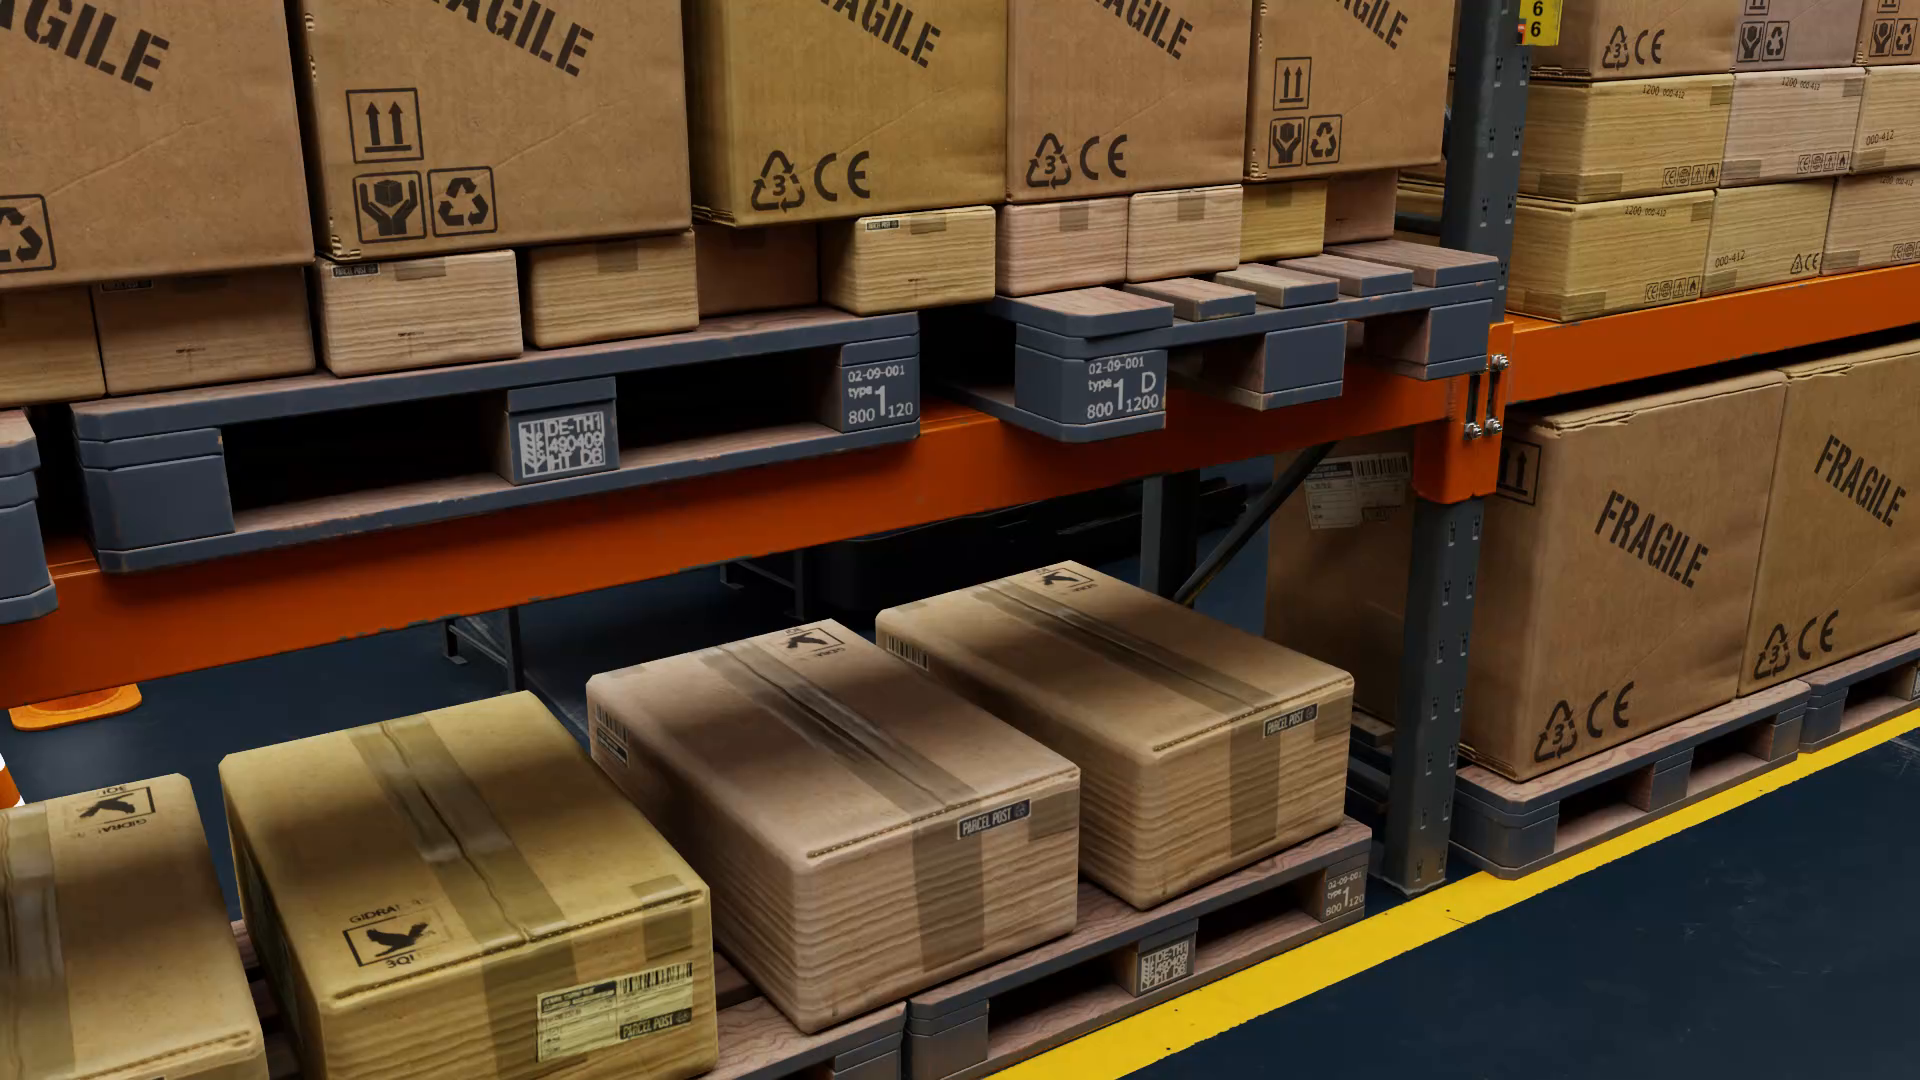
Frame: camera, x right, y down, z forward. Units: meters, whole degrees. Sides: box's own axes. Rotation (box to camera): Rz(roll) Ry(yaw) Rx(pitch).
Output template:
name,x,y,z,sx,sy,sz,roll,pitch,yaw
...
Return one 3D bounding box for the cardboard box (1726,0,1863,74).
name,x,y,z,sx,sy,sz,roll,pitch,yaw
cardboard box,1.759,-1.373,3.907,0.500,0.500,0.500,-12,22,-31

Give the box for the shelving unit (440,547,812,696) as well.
name,x,y,z,sx,sy,sz,roll,pitch,yaw
shelving unit,-1.048,-0.398,5.080,1.048,1.500,0.538,-15,24,-38

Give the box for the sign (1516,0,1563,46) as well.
name,x,y,z,sx,sy,sz,roll,pitch,yaw
sign,1.110,-1.109,3.156,0.005,0.325,0.100,-12,22,-31

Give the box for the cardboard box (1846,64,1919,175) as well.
name,x,y,z,sx,sy,sz,roll,pitch,yaw
cardboard box,2.218,-1.105,4.284,0.500,0.250,0.500,-12,22,-32

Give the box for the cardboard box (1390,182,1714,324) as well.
name,x,y,z,sx,sy,sz,roll,pitch,yaw
cardboard box,1.351,-0.689,3.833,0.500,0.250,0.500,-12,22,-32

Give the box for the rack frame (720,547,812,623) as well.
name,x,y,z,sx,sy,sz,roll,pitch,yaw
rack frame,-0.663,-0.504,5.393,0.032,1.500,0.500,-15,24,-38

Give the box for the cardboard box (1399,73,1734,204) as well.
name,x,y,z,sx,sy,sz,roll,pitch,yaw
cardboard box,1.362,-0.930,3.766,0.500,0.250,0.500,-12,22,-32

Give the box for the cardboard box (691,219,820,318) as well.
name,x,y,z,sx,sy,sz,roll,pitch,yaw
cardboard box,-0.427,-0.472,2.695,0.250,0.149,0.380,-12,22,-31

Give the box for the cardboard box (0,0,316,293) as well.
name,x,y,z,sx,sy,sz,roll,pitch,yaw
cardboard box,-1.150,-0.601,2.064,0.500,0.500,0.500,-12,22,-32

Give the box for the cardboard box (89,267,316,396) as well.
name,x,y,z,sx,sy,sz,roll,pitch,yaw
cardboard box,-1.049,-0.318,2.240,0.250,0.149,0.380,-12,22,-31

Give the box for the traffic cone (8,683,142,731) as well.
name,x,y,z,sx,sy,sz,roll,pitch,yaw
traffic cone,-2.579,0.254,4.771,0.334,0.463,0.336,-12,22,-31

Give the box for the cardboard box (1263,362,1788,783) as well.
name,x,y,z,sx,sy,sz,roll,pitch,yaw
cardboard box,1.426,-0.033,4.320,0.875,0.875,0.875,-12,22,-32

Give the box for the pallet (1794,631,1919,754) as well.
name,x,y,z,sx,sy,sz,roll,pitch,yaw
pallet,2.521,0.248,5.183,1.213,0.211,1.003,-12,22,-31

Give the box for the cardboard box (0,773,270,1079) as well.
name,x,y,z,sx,sy,sz,roll,pitch,yaw
cardboard box,-1.502,0.789,2.675,0.625,0.372,0.950,-10,21,-28

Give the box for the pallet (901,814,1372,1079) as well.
name,x,y,z,sx,sy,sz,roll,pitch,yaw
pallet,0.150,0.717,3.794,1.213,0.211,1.003,-12,22,-31

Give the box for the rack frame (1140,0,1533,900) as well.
name,x,y,z,sx,sy,sz,roll,pitch,yaw
rack frame,0.803,-0.741,3.753,0.127,3.000,1.000,-12,22,-31

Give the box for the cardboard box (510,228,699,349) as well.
name,x,y,z,sx,sy,sz,roll,pitch,yaw
cardboard box,-0.591,-0.406,2.499,0.250,0.149,0.380,-13,22,-33

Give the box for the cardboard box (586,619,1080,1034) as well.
name,x,y,z,sx,sy,sz,roll,pitch,yaw
cardboard box,-0.286,0.534,3.429,0.625,0.372,0.950,-12,22,-32

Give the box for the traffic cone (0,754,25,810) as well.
name,x,y,z,sx,sy,sz,roll,pitch,yaw
traffic cone,-2.272,0.572,3.829,0.334,0.463,0.336,-12,22,-31

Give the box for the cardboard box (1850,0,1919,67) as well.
name,x,y,z,sx,sy,sz,roll,pitch,yaw
cardboard box,2.199,-1.460,4.164,0.500,0.500,0.500,-11,22,-30

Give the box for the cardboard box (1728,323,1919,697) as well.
name,x,y,z,sx,sy,sz,roll,pitch,yaw
cardboard box,2.173,-0.189,4.782,0.875,0.875,0.875,-12,22,-31

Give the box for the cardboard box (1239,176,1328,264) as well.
name,x,y,z,sx,sy,sz,roll,pitch,yaw
cardboard box,0.475,-0.634,3.172,0.250,0.149,0.380,-12,22,-31

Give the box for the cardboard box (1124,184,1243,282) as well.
name,x,y,z,sx,sy,sz,roll,pitch,yaw
cardboard box,0.289,-0.577,3.006,0.250,0.149,0.380,-12,22,-32

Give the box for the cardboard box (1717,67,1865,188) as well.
name,x,y,z,sx,sy,sz,roll,pitch,yaw
cardboard box,1.795,-1.021,4.034,0.500,0.250,0.500,-11,22,-30

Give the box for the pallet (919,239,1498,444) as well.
name,x,y,z,sx,sy,sz,roll,pitch,yaw
pallet,0.267,-0.496,3.328,1.003,0.211,1.213,-12,22,-31

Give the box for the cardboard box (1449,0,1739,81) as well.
name,x,y,z,sx,sy,sz,roll,pitch,yaw
cardboard box,1.350,-1.284,3.640,0.500,0.500,0.500,-13,22,-33

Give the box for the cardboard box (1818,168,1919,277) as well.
name,x,y,z,sx,sy,sz,roll,pitch,yaw
cardboard box,2.211,-0.875,4.383,0.500,0.250,0.500,-11,22,-30

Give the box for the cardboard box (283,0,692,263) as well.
name,x,y,z,sx,sy,sz,roll,pitch,yaw
cardboard box,-0.726,-0.695,2.340,0.500,0.500,0.500,-13,23,-34

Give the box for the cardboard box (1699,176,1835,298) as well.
name,x,y,z,sx,sy,sz,roll,pitch,yaw
cardboard box,1.770,-0.784,4.115,0.500,0.250,0.500,-13,22,-33

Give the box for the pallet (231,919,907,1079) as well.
name,x,y,z,sx,sy,sz,roll,pitch,yaw
pallet,-0.868,0.931,3.162,1.213,0.211,1.003,-12,22,-31

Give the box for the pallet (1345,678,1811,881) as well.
name,x,y,z,sx,sy,sz,roll,pitch,yaw
pallet,1.503,0.461,4.551,1.213,0.211,1.003,-12,22,-31

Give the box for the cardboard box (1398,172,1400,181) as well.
name,x,y,z,sx,sy,sz,roll,pitch,yaw
cardboard box,1.068,-1.060,4.150,0.500,0.250,0.500,-12,22,-32

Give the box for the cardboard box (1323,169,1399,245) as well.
name,x,y,z,sx,sy,sz,roll,pitch,yaw
cardboard box,0.659,-0.700,3.369,0.250,0.149,0.380,-11,22,-29

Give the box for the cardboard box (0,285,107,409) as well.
name,x,y,z,sx,sy,sz,roll,pitch,yaw
cardboard box,-1.256,-0.275,2.112,0.250,0.149,0.380,-12,22,-31

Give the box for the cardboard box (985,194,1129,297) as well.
name,x,y,z,sx,sy,sz,roll,pitch,yaw
cardboard box,0.075,-0.535,2.881,0.250,0.149,0.380,-13,23,-34

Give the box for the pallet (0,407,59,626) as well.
name,x,y,z,sx,sy,sz,roll,pitch,yaw
pallet,-1.819,-0.041,1.983,1.213,0.211,1.003,-12,22,-31

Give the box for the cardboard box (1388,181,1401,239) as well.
name,x,y,z,sx,sy,sz,roll,pitch,yaw
cardboard box,1.083,-0.829,4.246,0.500,0.250,0.500,-13,23,-33

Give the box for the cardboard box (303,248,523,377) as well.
name,x,y,z,sx,sy,sz,roll,pitch,yaw
cardboard box,-0.798,-0.351,2.337,0.250,0.149,0.380,-11,22,-29

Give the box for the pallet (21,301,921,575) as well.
name,x,y,z,sx,sy,sz,roll,pitch,yaw
pallet,-0.827,-0.291,2.720,1.213,0.211,1.003,-12,22,-31

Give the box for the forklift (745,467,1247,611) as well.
name,x,y,z,sx,sy,sz,roll,pitch,yaw
forklift,0.477,-1.520,6.165,3.031,2.935,1.130,-15,24,-38

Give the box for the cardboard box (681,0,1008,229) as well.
name,x,y,z,sx,sy,sz,roll,pitch,yaw
cardboard box,-0.270,-0.791,2.623,0.500,0.500,0.500,-14,23,-35

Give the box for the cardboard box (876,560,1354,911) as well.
name,x,y,z,sx,sy,sz,roll,pitch,yaw
cardboard box,0.326,0.402,3.820,0.625,0.372,0.950,-14,23,-35

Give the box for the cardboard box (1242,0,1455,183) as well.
name,x,y,z,sx,sy,sz,roll,pitch,yaw
cardboard box,0.577,-0.974,3.165,0.500,0.500,0.500,-13,22,-33

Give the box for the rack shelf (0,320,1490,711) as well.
name,x,y,z,sx,sy,sz,roll,pitch,yaw
rack shelf,-0.867,-0.048,2.826,4.000,0.370,1.077,-12,22,-31

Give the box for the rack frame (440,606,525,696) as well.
name,x,y,z,sx,sy,sz,roll,pitch,yaw
rack frame,-1.434,-0.292,4.766,0.032,1.500,0.500,-15,24,-38

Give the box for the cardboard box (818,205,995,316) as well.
name,x,y,z,sx,sy,sz,roll,pitch,yaw
cardboard box,-0.148,-0.483,2.726,0.250,0.149,0.380,-11,22,-30

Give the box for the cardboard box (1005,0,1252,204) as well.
name,x,y,z,sx,sy,sz,roll,pitch,yaw
cardboard box,0.151,-0.880,2.887,0.500,0.500,0.500,-12,22,-32

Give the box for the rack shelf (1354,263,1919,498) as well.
name,x,y,z,sx,sy,sz,roll,pitch,yaw
rack shelf,2.474,-0.753,4.910,4.000,0.370,1.077,-12,22,-31

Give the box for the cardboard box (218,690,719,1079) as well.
name,x,y,z,sx,sy,sz,roll,pitch,yaw
cardboard box,-0.922,0.666,3.039,0.625,0.372,0.950,-11,22,-30
